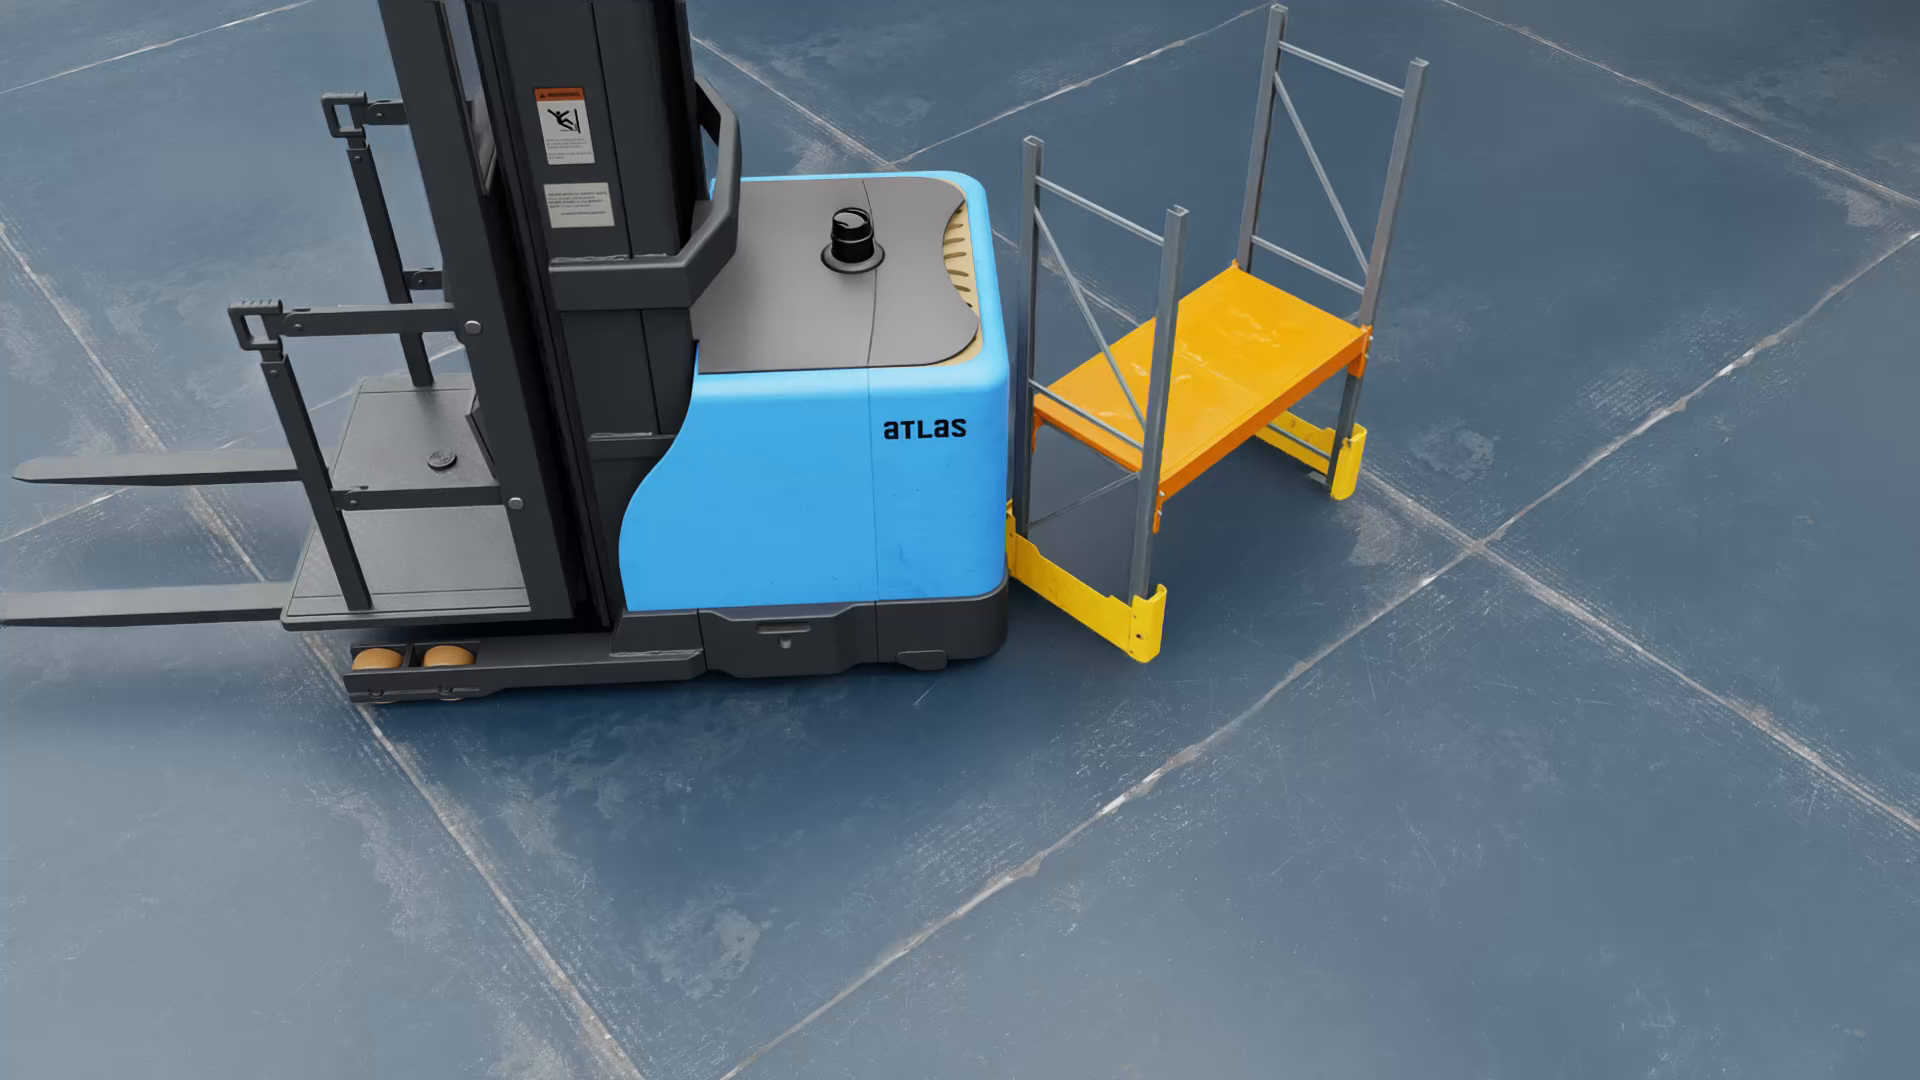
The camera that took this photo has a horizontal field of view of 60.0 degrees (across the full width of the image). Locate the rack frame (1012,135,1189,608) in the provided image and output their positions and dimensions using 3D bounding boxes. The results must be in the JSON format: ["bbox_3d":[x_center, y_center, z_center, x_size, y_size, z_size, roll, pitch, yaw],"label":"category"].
[{"bbox_3d":[0.345,-0.332,4.508,0.500,1.500,0.032,34,53,31],"label":"rack frame"}]

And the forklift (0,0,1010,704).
[{"bbox_3d":[-1.399,-0.975,4.147,3.031,2.935,1.130,-2,43,-3],"label":"forklift"}]

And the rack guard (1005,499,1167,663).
[{"bbox_3d":[0.358,0.114,4.946,0.587,0.250,0.087,34,53,31],"label":"rack guard"}]

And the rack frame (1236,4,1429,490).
[{"bbox_3d":[1.055,-0.830,5.038,0.500,1.500,0.032,34,53,31],"label":"rack frame"}]

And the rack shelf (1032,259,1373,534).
[{"bbox_3d":[0.700,-0.450,4.896,0.538,0.185,1.000,34,53,31],"label":"rack shelf"}]

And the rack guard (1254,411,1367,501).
[{"bbox_3d":[1.054,-0.374,5.465,0.587,0.250,0.087,34,53,31],"label":"rack guard"}]

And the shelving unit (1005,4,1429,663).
[{"bbox_3d":[0.706,-0.585,4.778,0.587,1.500,1.083,34,53,31],"label":"shelving unit"}]
